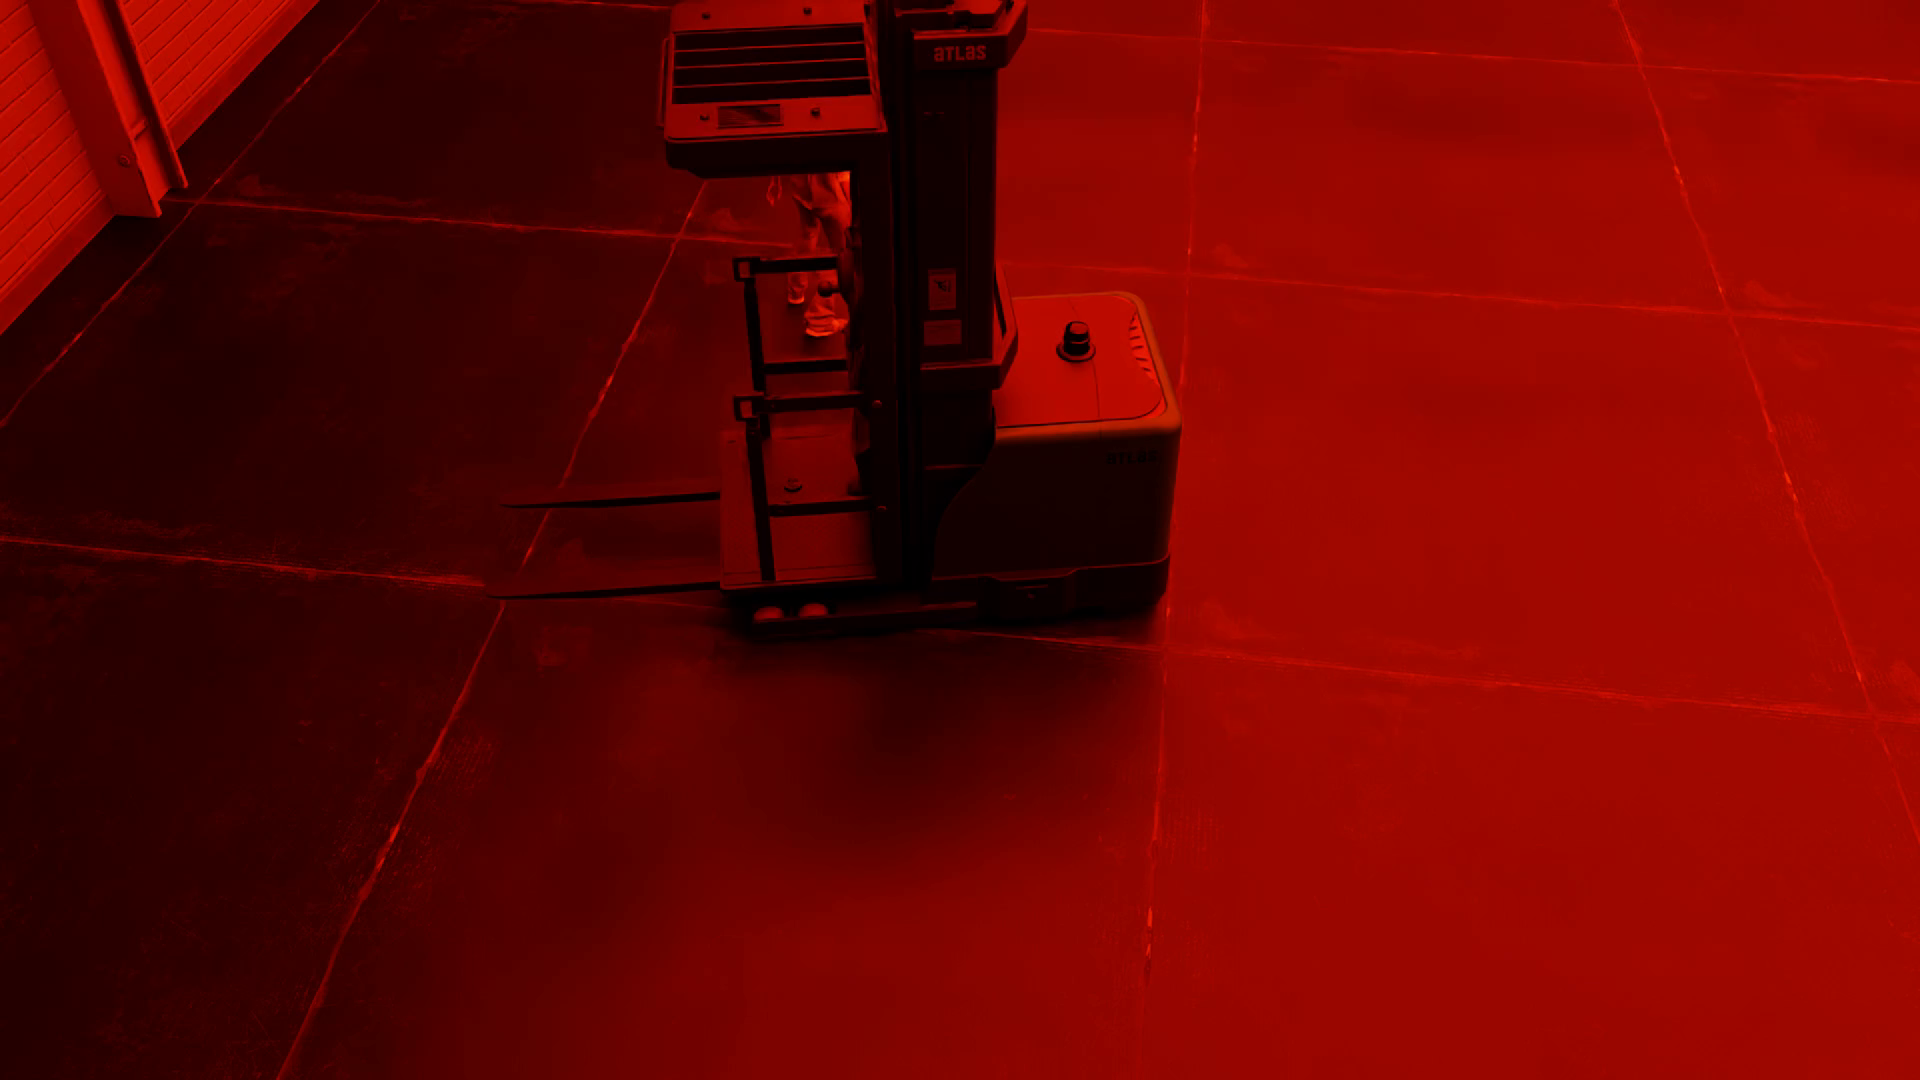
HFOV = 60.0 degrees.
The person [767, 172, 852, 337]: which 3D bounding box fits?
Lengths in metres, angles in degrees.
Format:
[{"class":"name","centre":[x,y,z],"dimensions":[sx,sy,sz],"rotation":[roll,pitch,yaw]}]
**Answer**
[{"class":"person","centre":[-0.765,-1.808,8.745],"dimensions":[0.412,1.569,0.732],"rotation":[-33,52,-31]}]

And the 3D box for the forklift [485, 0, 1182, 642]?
[{"class":"forklift","centre":[-0.614,-1.001,6.814],"dimensions":[3.031,2.935,1.130],"rotation":[-4,43,-4]}]
